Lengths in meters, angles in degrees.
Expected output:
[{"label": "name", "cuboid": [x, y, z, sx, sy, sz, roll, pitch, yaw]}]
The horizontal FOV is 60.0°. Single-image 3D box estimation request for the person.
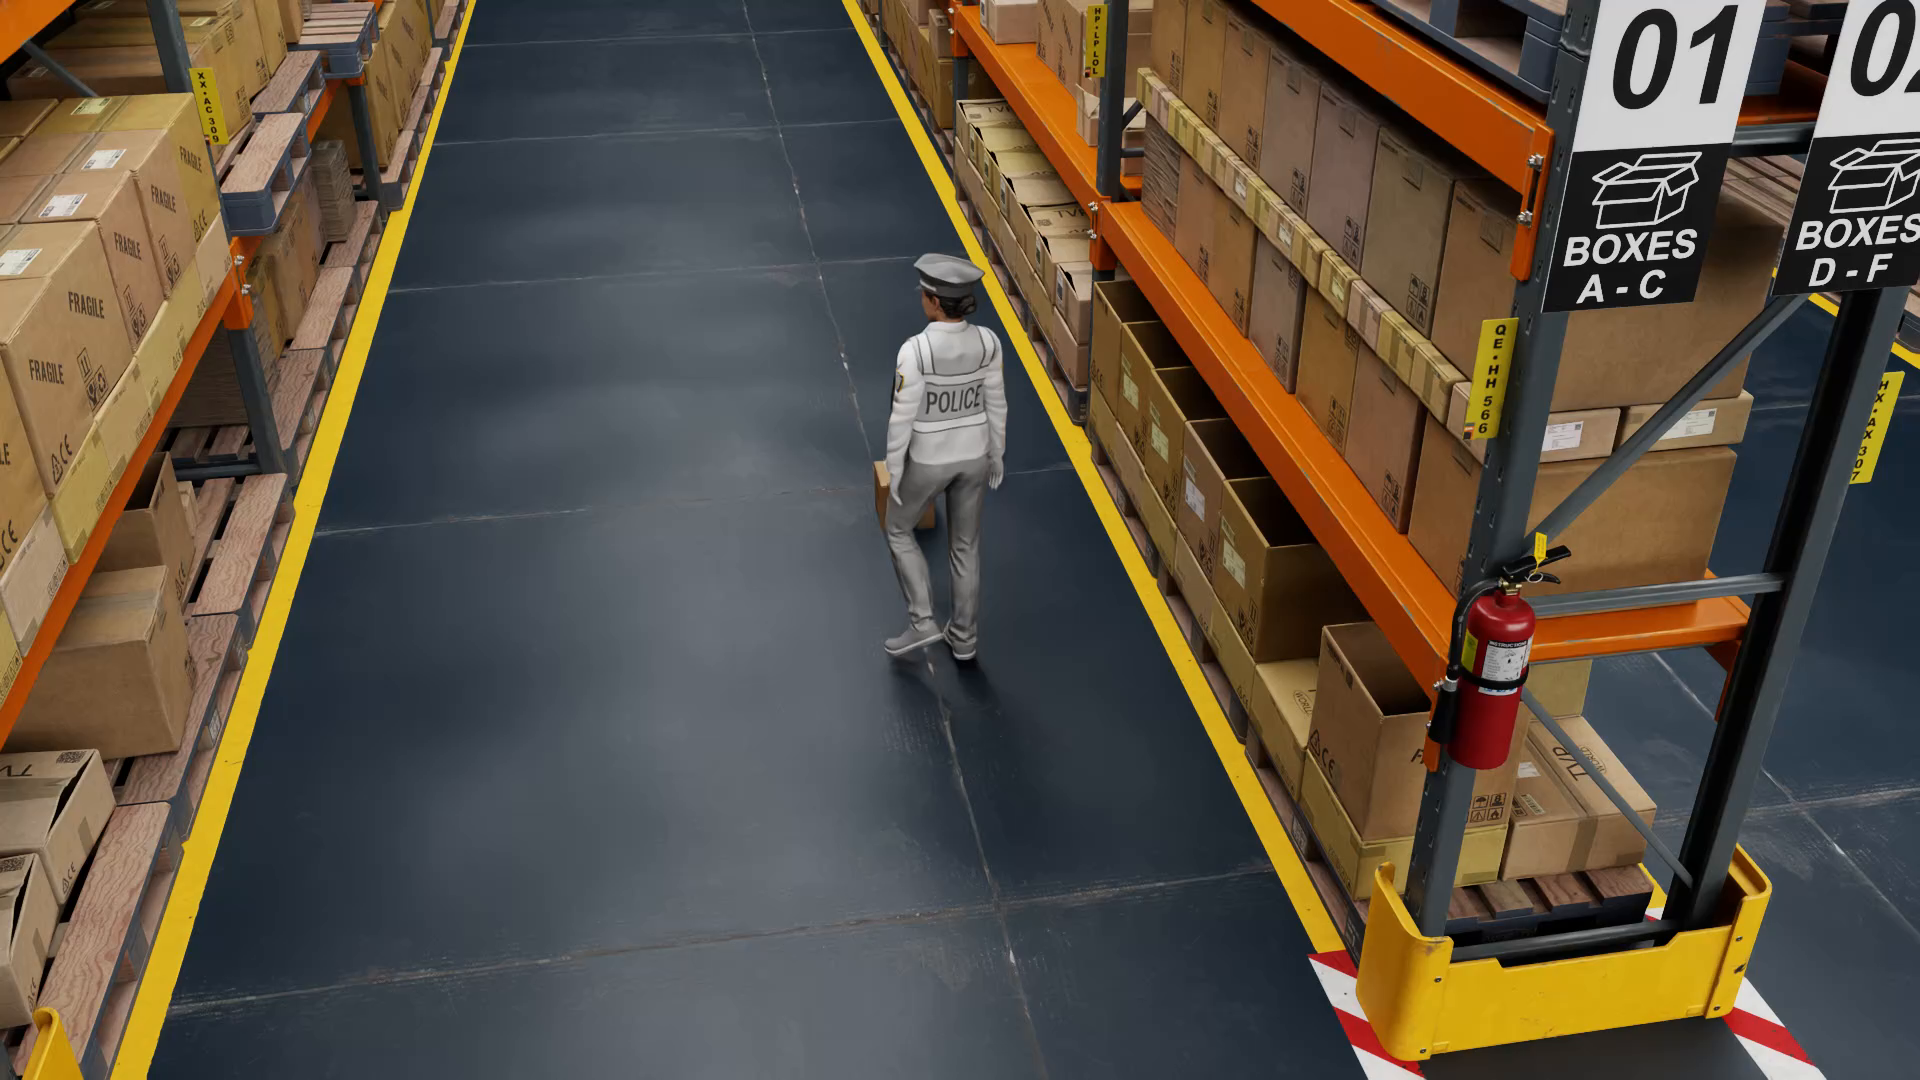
[{"label": "person", "cuboid": [-0.060, -0.291, 6.580, 0.553, 1.655, 0.418, -12, 33, -19]}]
